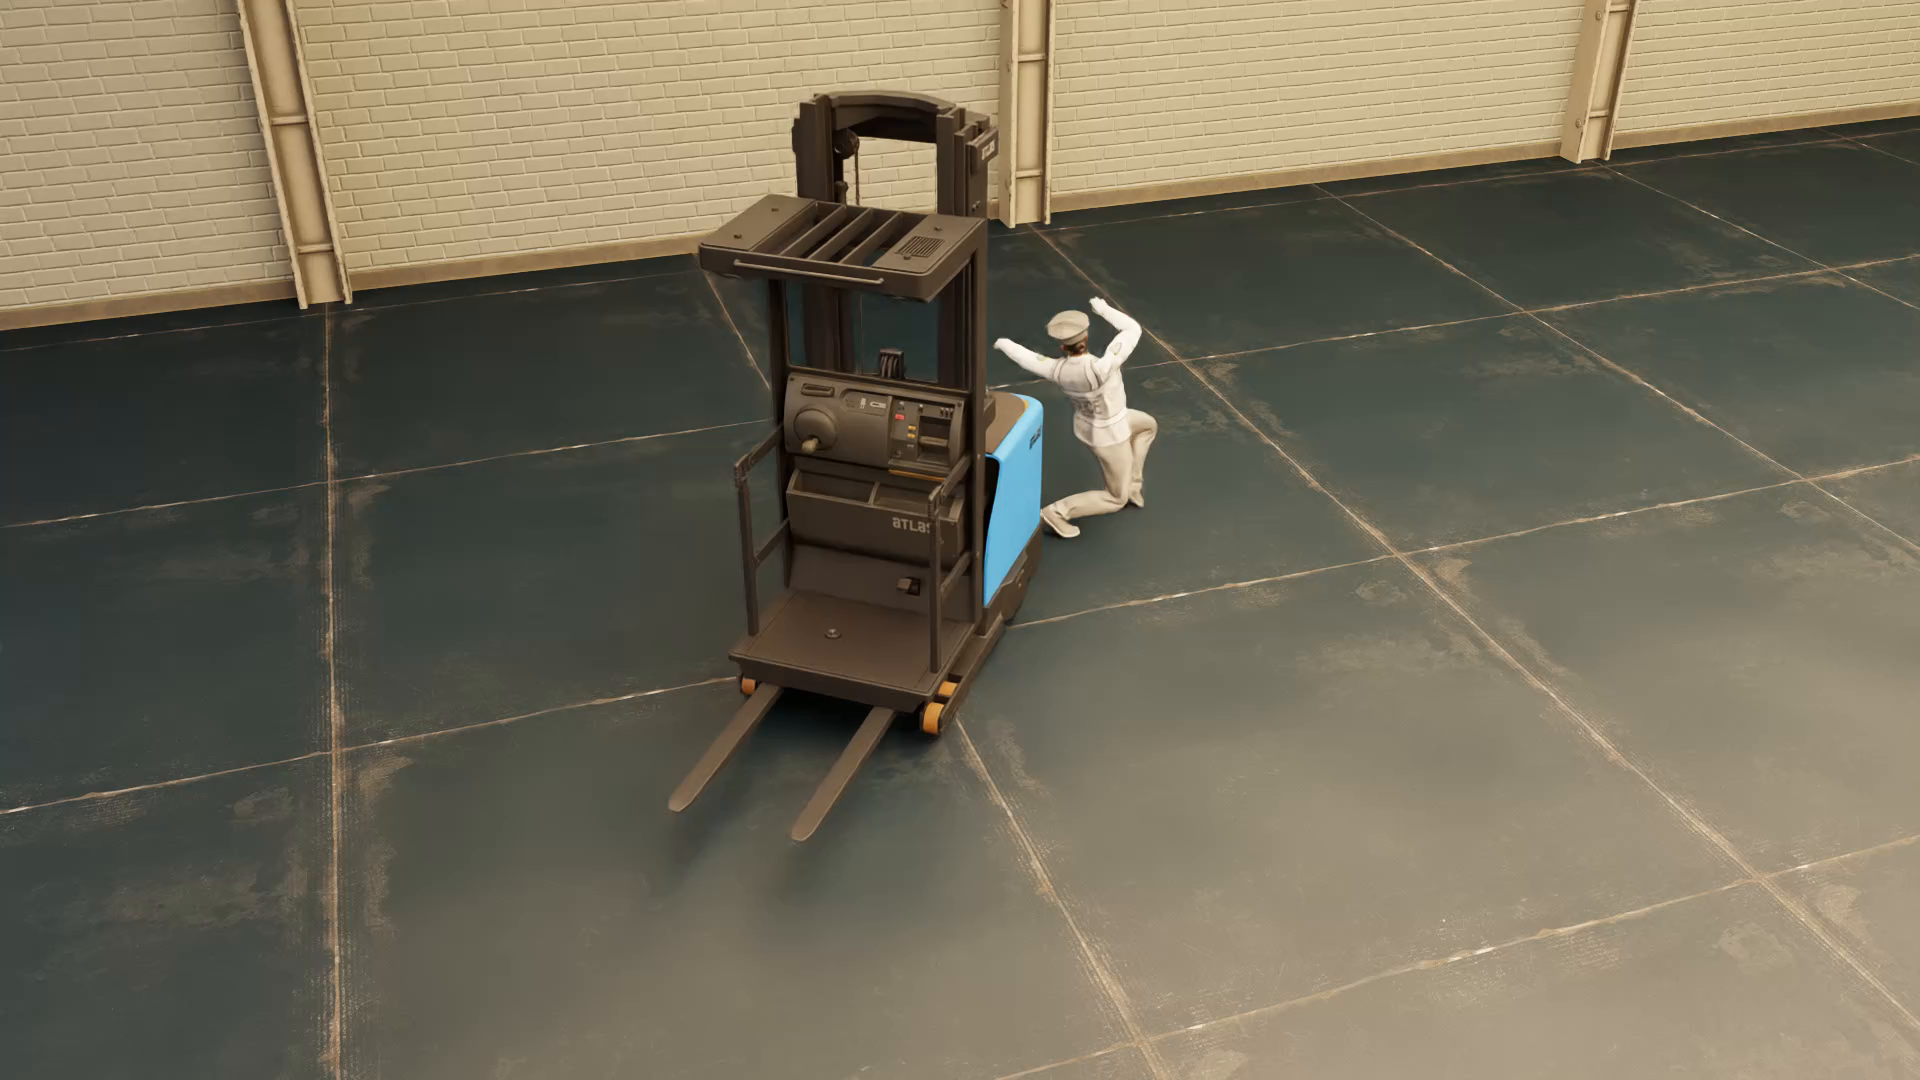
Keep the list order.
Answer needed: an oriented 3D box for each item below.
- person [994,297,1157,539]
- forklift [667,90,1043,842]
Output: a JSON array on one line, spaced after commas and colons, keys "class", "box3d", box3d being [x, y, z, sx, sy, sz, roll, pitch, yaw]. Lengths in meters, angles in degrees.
[{"class": "person", "box3d": [0.742, -0.826, 10.070, 0.847, 1.420, 0.977, -15, 33, -25]}, {"class": "forklift", "box3d": [-0.496, -0.523, 7.995, 1.130, 2.935, 3.031, 10, 31, 17]}]
